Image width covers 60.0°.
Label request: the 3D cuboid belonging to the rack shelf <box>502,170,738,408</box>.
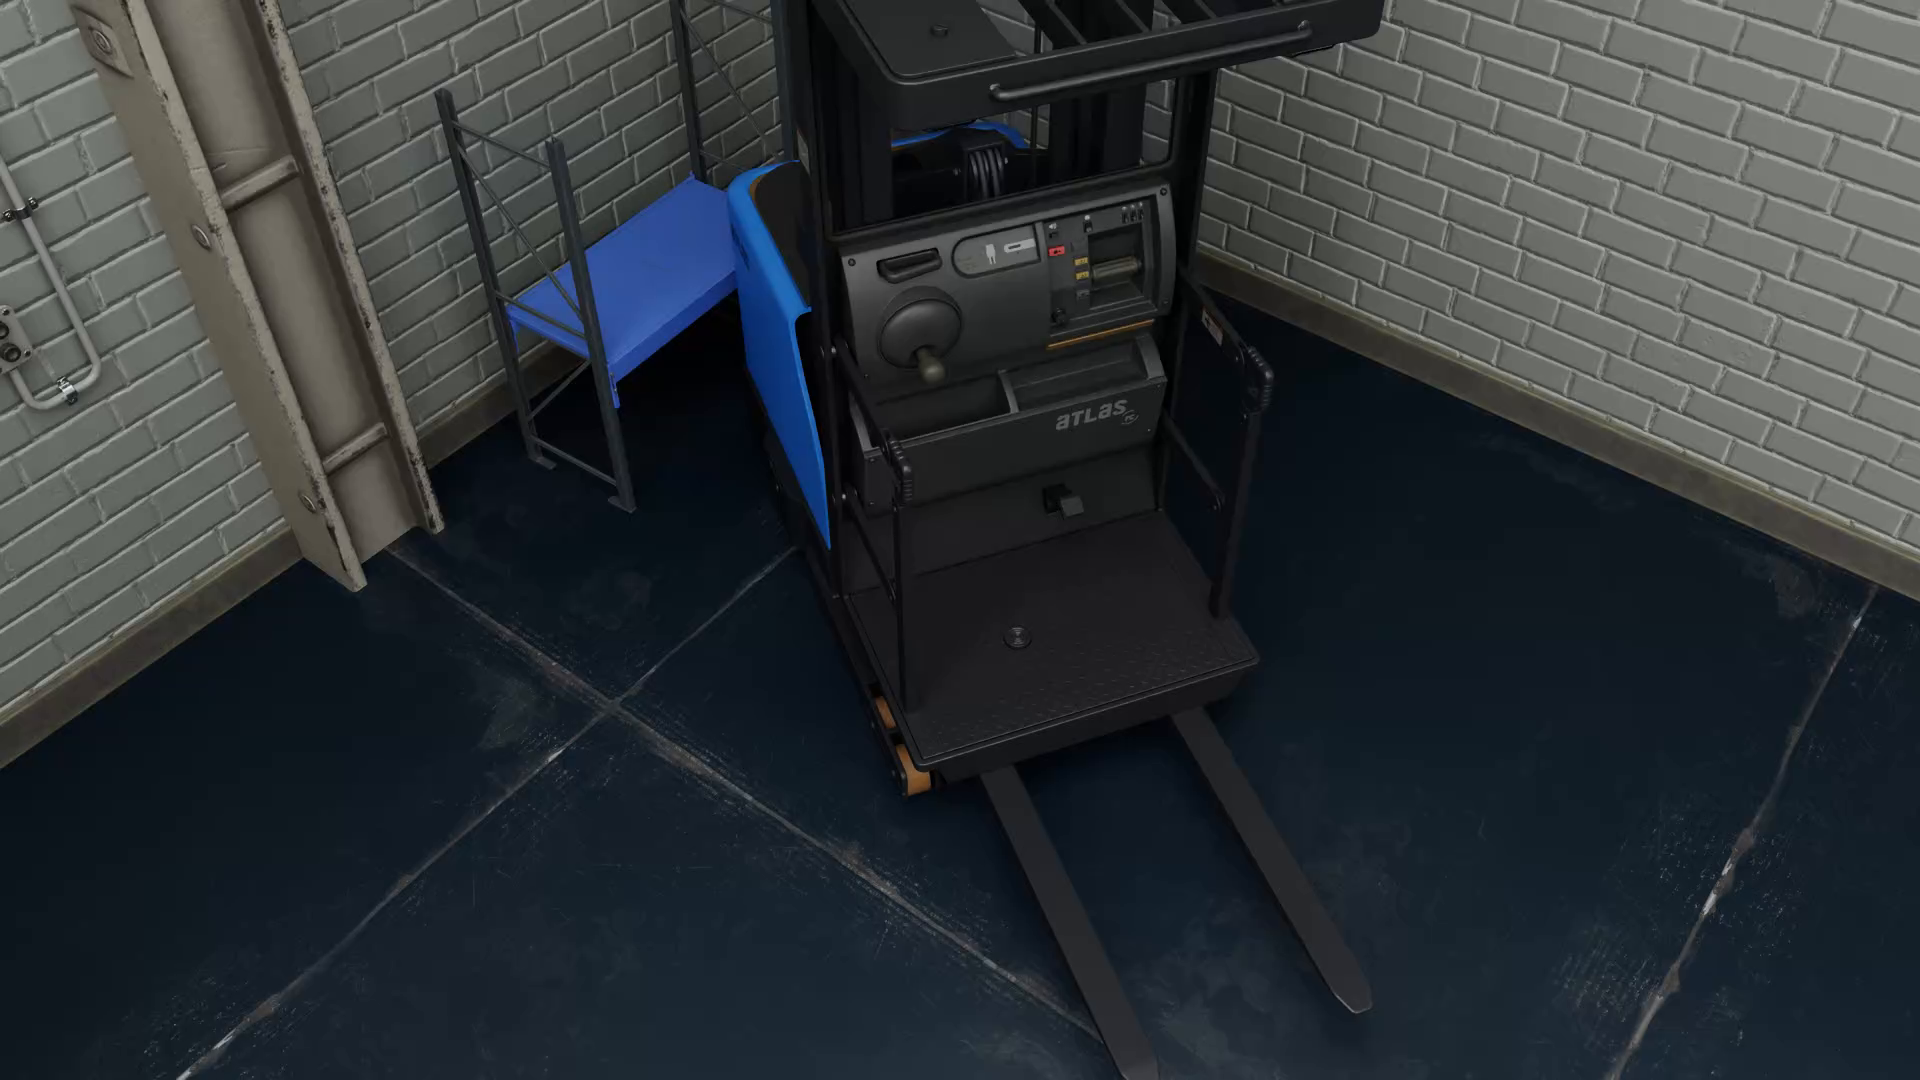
[{"bbox_3d":[-1.063,-0.899,5.820,0.538,0.185,1.000,27,52,23],"label":"rack shelf"}]

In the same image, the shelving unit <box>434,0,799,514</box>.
[{"bbox_3d":[-1.063,-1.023,5.690,0.538,1.500,1.048,27,52,23],"label":"shelving unit"}]

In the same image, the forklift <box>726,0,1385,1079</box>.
[{"bbox_3d":[0.221,-0.591,4.288,1.130,2.935,3.031,-15,48,-14],"label":"forklift"}]

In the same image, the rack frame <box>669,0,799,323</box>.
[{"bbox_3d":[-0.773,-1.326,5.979,0.500,1.500,0.032,27,52,23],"label":"rack frame"}]

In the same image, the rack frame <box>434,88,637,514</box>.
[{"bbox_3d":[-1.353,-0.721,5.402,0.500,1.500,0.032,27,52,23],"label":"rack frame"}]

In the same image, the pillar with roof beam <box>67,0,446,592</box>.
[{"bbox_3d":[1.375,-1.209,0.682,9.100,9.000,0.400,29,53,25],"label":"pillar with roof beam"}]

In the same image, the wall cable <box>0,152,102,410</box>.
[{"bbox_3d":[-2.963,-0.615,3.560,0.084,1.984,1.851,29,53,25],"label":"wall cable"}]
